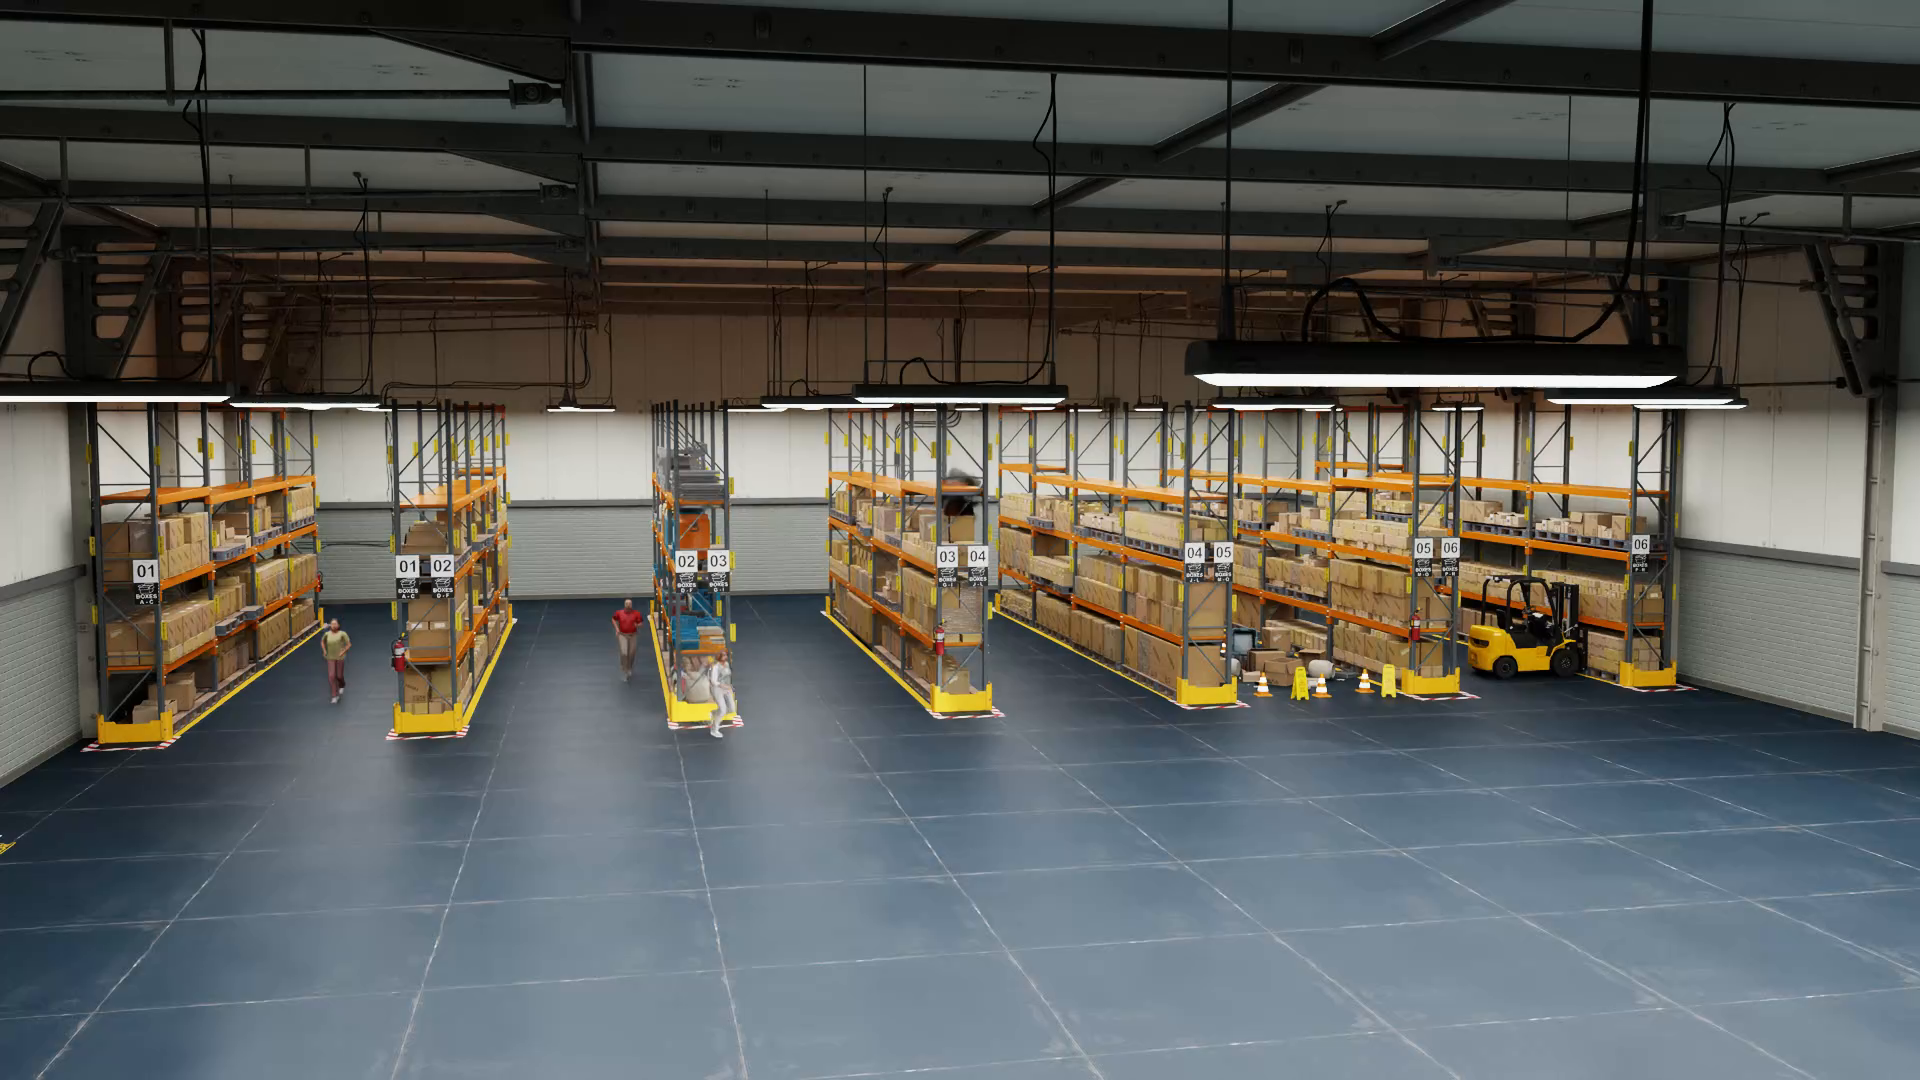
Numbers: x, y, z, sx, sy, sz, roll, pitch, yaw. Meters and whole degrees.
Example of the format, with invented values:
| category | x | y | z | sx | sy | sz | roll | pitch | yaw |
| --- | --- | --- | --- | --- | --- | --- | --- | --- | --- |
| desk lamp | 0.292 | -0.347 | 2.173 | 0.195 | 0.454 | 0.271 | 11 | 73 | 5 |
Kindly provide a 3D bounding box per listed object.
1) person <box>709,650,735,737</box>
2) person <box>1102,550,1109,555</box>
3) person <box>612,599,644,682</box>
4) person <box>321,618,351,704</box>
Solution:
| category | x | y | z | sx | sy | sz | roll | pitch | yaw |
| --- | --- | --- | --- | --- | --- | --- | --- | --- | --- |
| person | -4.228 | 2.726 | 29.621 | 0.602 | 1.563 | 0.575 | 2 | 5 | 28 |
| person | 4.408 | 1.011 | 50.497 | 0.939 | 1.777 | 0.690 | -1 | 4 | -12 |
| person | -7.165 | 2.167 | 35.946 | 0.642 | 1.802 | 0.817 | -1 | 5 | -18 |
| person | -12.507 | 2.391 | 33.336 | 0.586 | 1.670 | 0.828 | -1 | 4 | -12 |
